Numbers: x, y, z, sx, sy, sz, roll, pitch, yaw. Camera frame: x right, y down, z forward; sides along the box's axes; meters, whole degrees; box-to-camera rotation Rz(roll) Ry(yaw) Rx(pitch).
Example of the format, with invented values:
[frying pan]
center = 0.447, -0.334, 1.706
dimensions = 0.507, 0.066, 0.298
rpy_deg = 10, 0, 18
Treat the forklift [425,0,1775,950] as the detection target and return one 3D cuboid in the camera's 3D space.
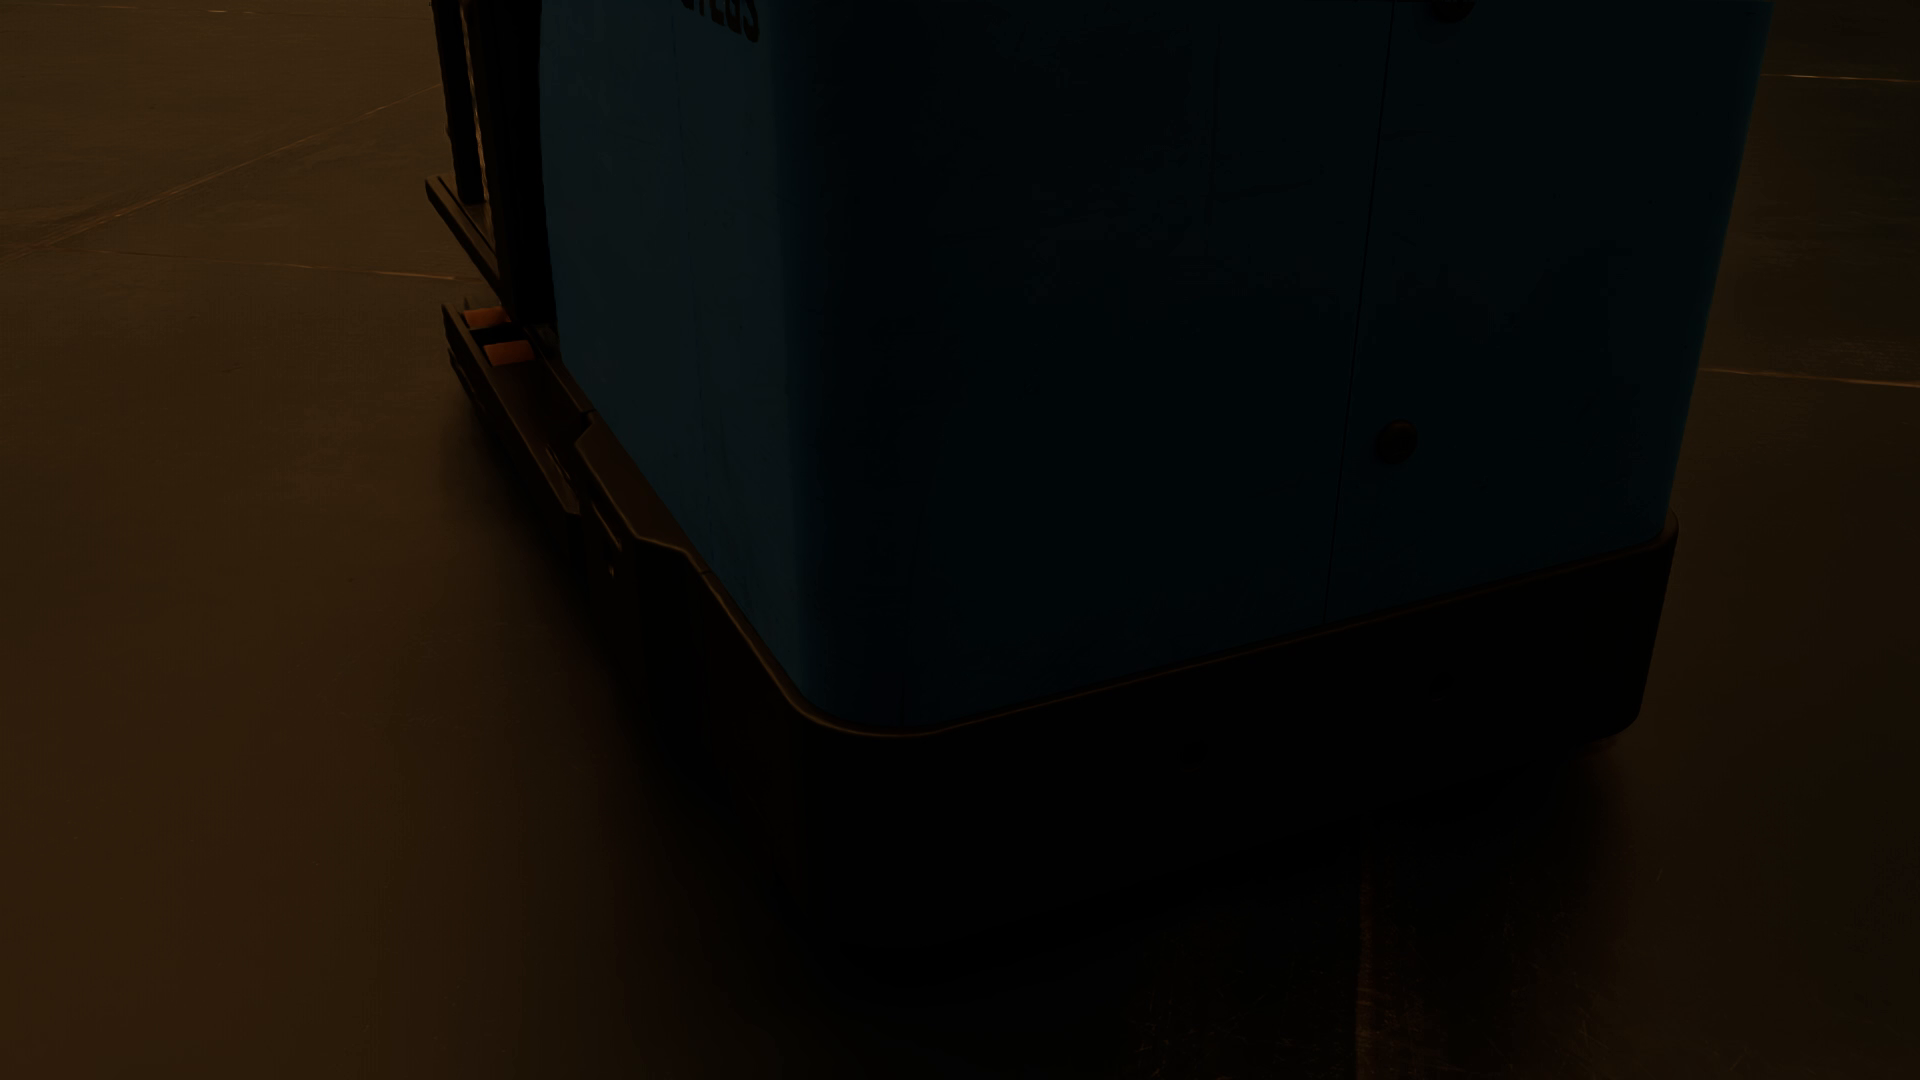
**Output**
[forklift]
center = -0.279, -1.558, 2.335
dimensions = 1.130, 2.935, 3.031
rpy_deg = -12, 29, -22
